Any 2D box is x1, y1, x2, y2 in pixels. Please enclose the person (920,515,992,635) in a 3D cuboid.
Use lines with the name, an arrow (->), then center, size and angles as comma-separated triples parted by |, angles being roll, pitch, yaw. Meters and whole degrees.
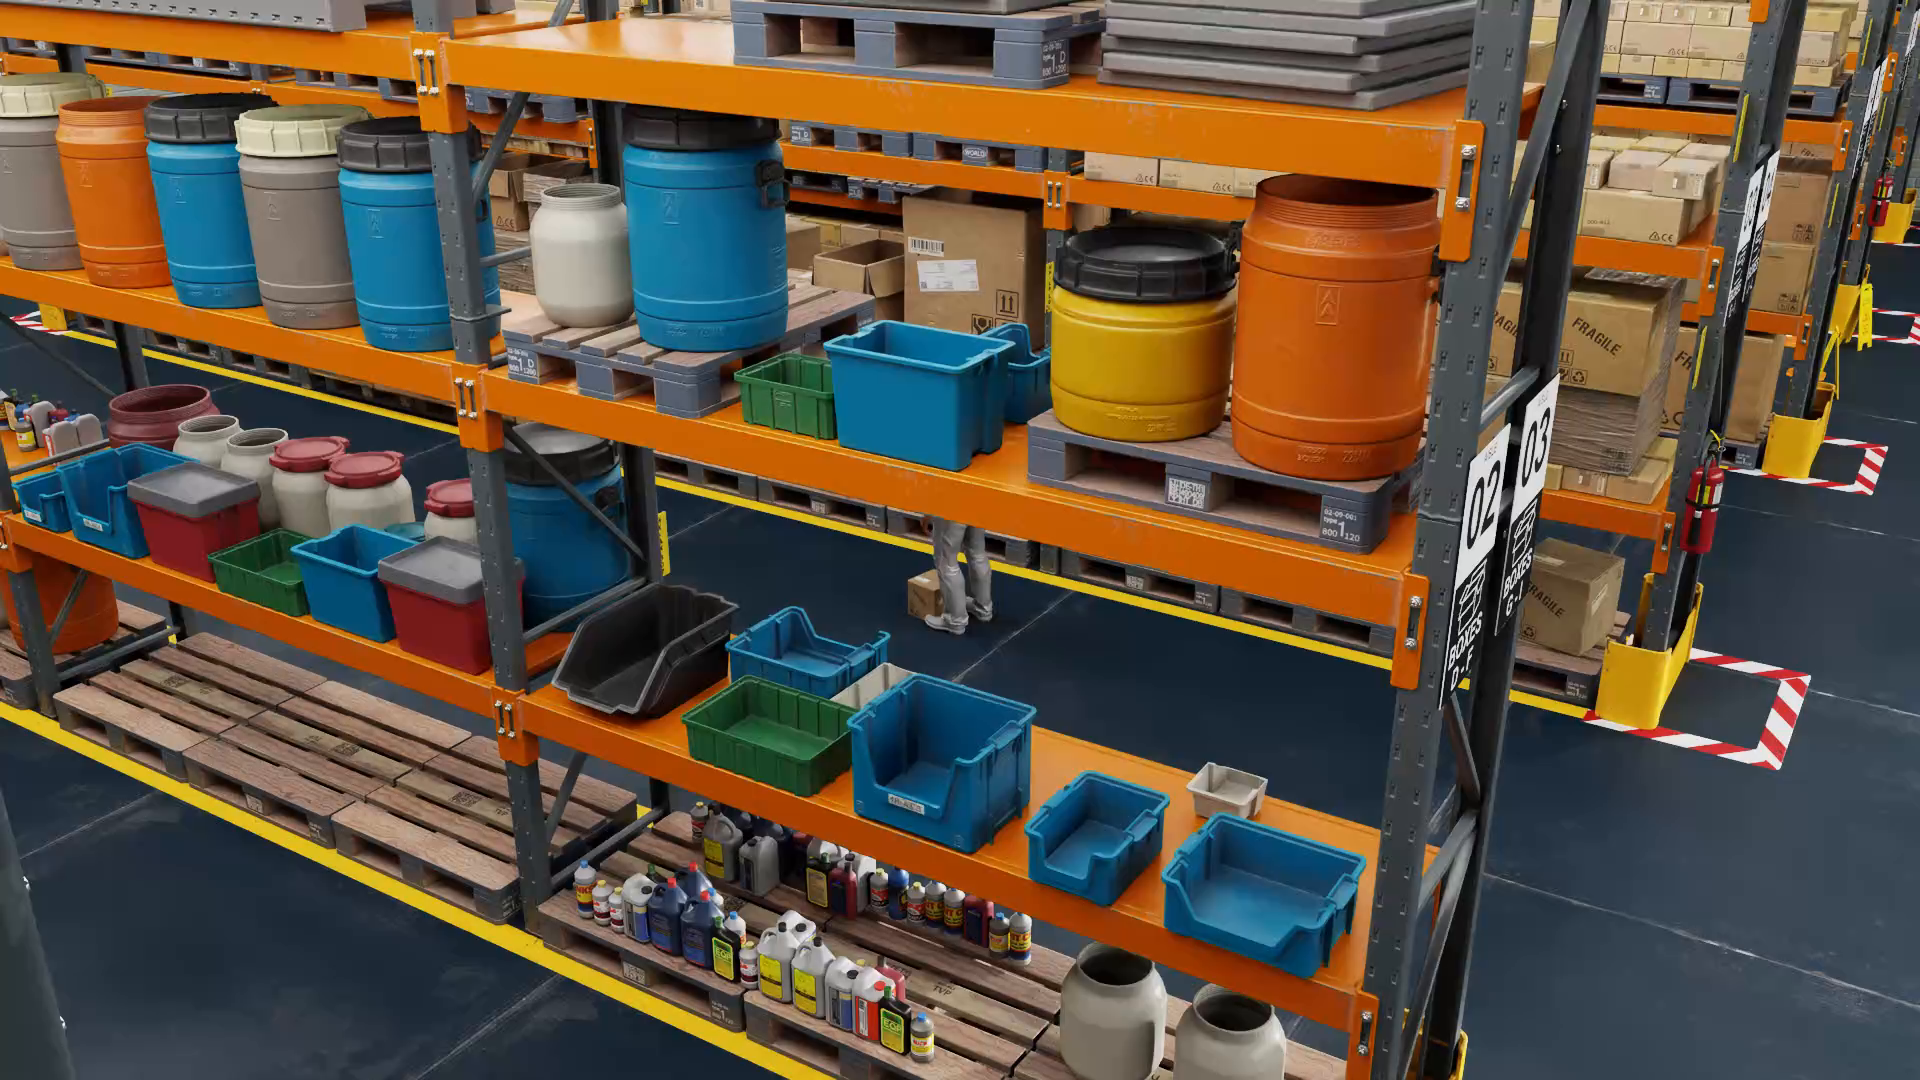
person -> -0.015, -0.253, 10.670 | 0.455, 1.760, 0.635 | 20, 30, 38
